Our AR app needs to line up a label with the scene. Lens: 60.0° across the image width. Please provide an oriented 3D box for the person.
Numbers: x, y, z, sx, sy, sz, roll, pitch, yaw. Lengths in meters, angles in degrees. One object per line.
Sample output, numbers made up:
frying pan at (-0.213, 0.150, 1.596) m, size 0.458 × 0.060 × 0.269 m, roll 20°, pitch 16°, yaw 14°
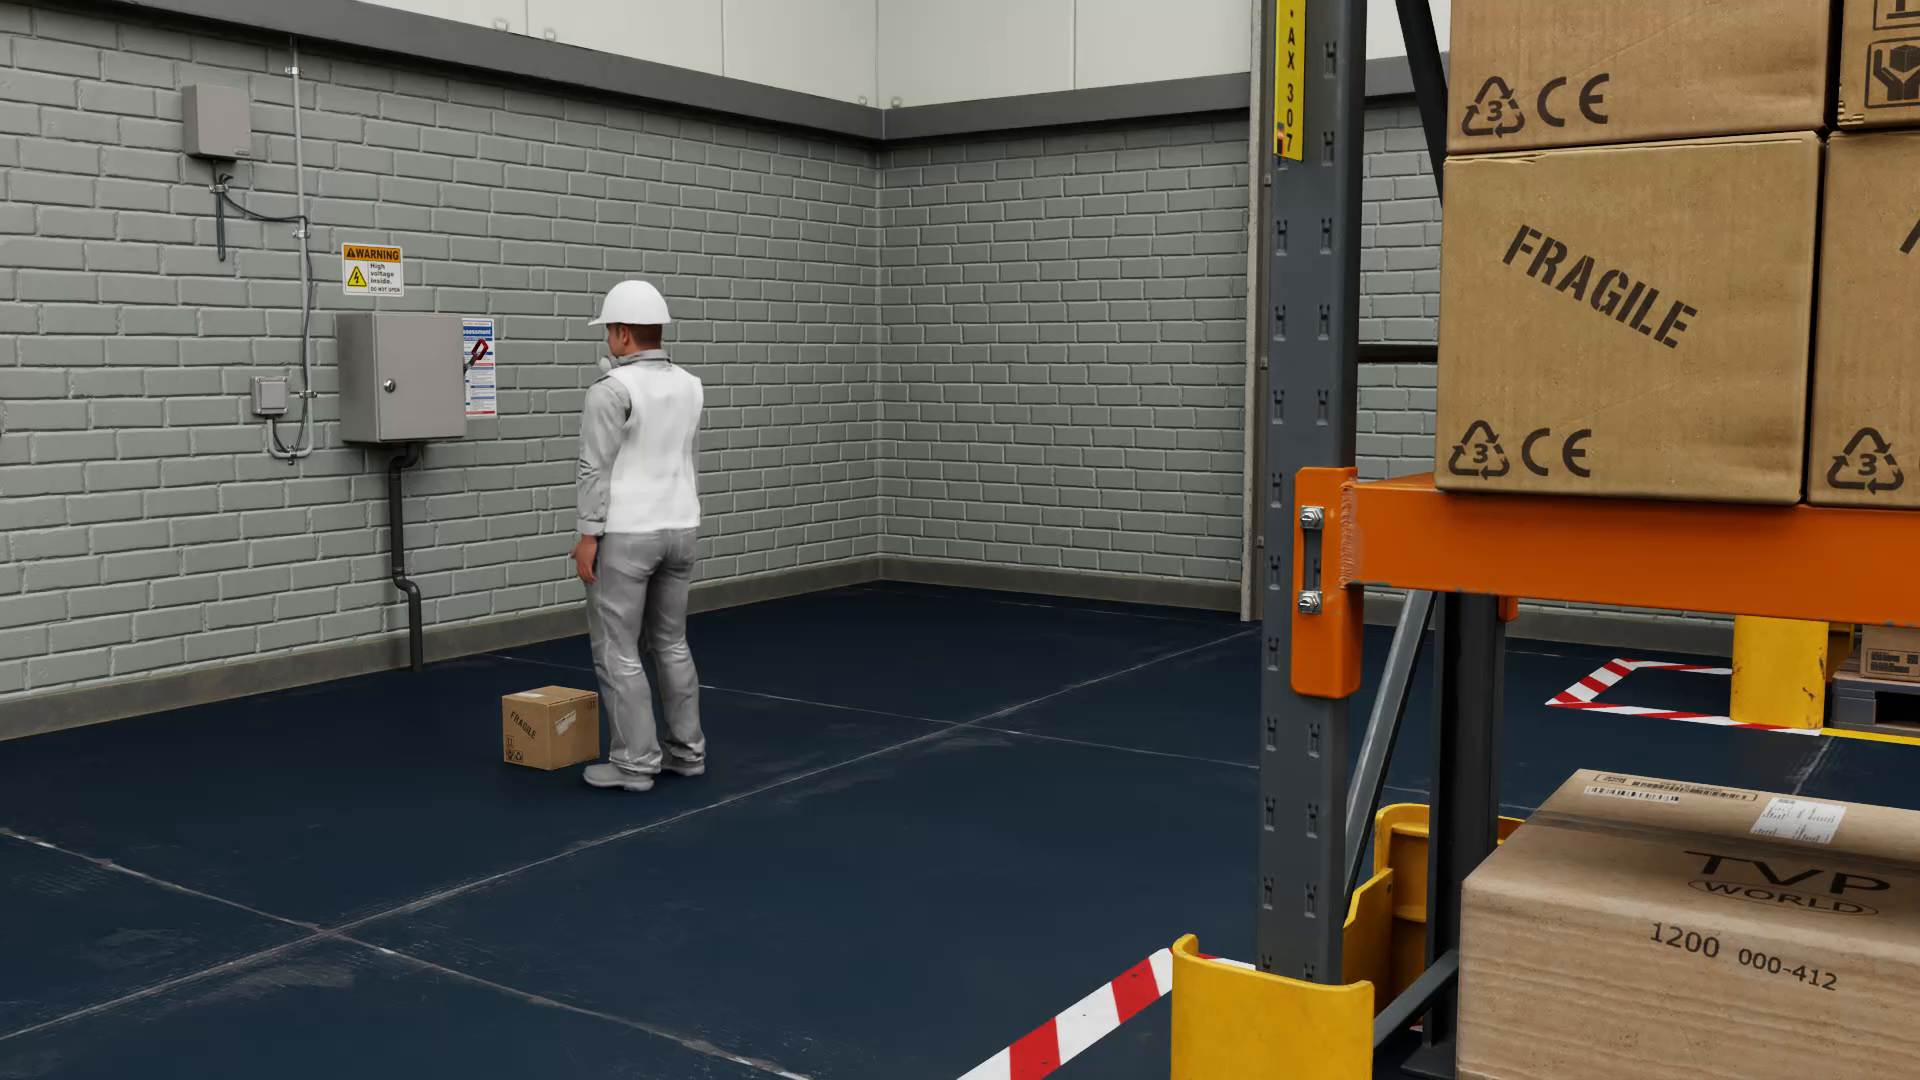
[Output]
person at (-1.139, -0.018, 5.855) m, size 0.360 × 1.766 × 0.532 m, roll 4°, pitch 8°, yaw 35°
